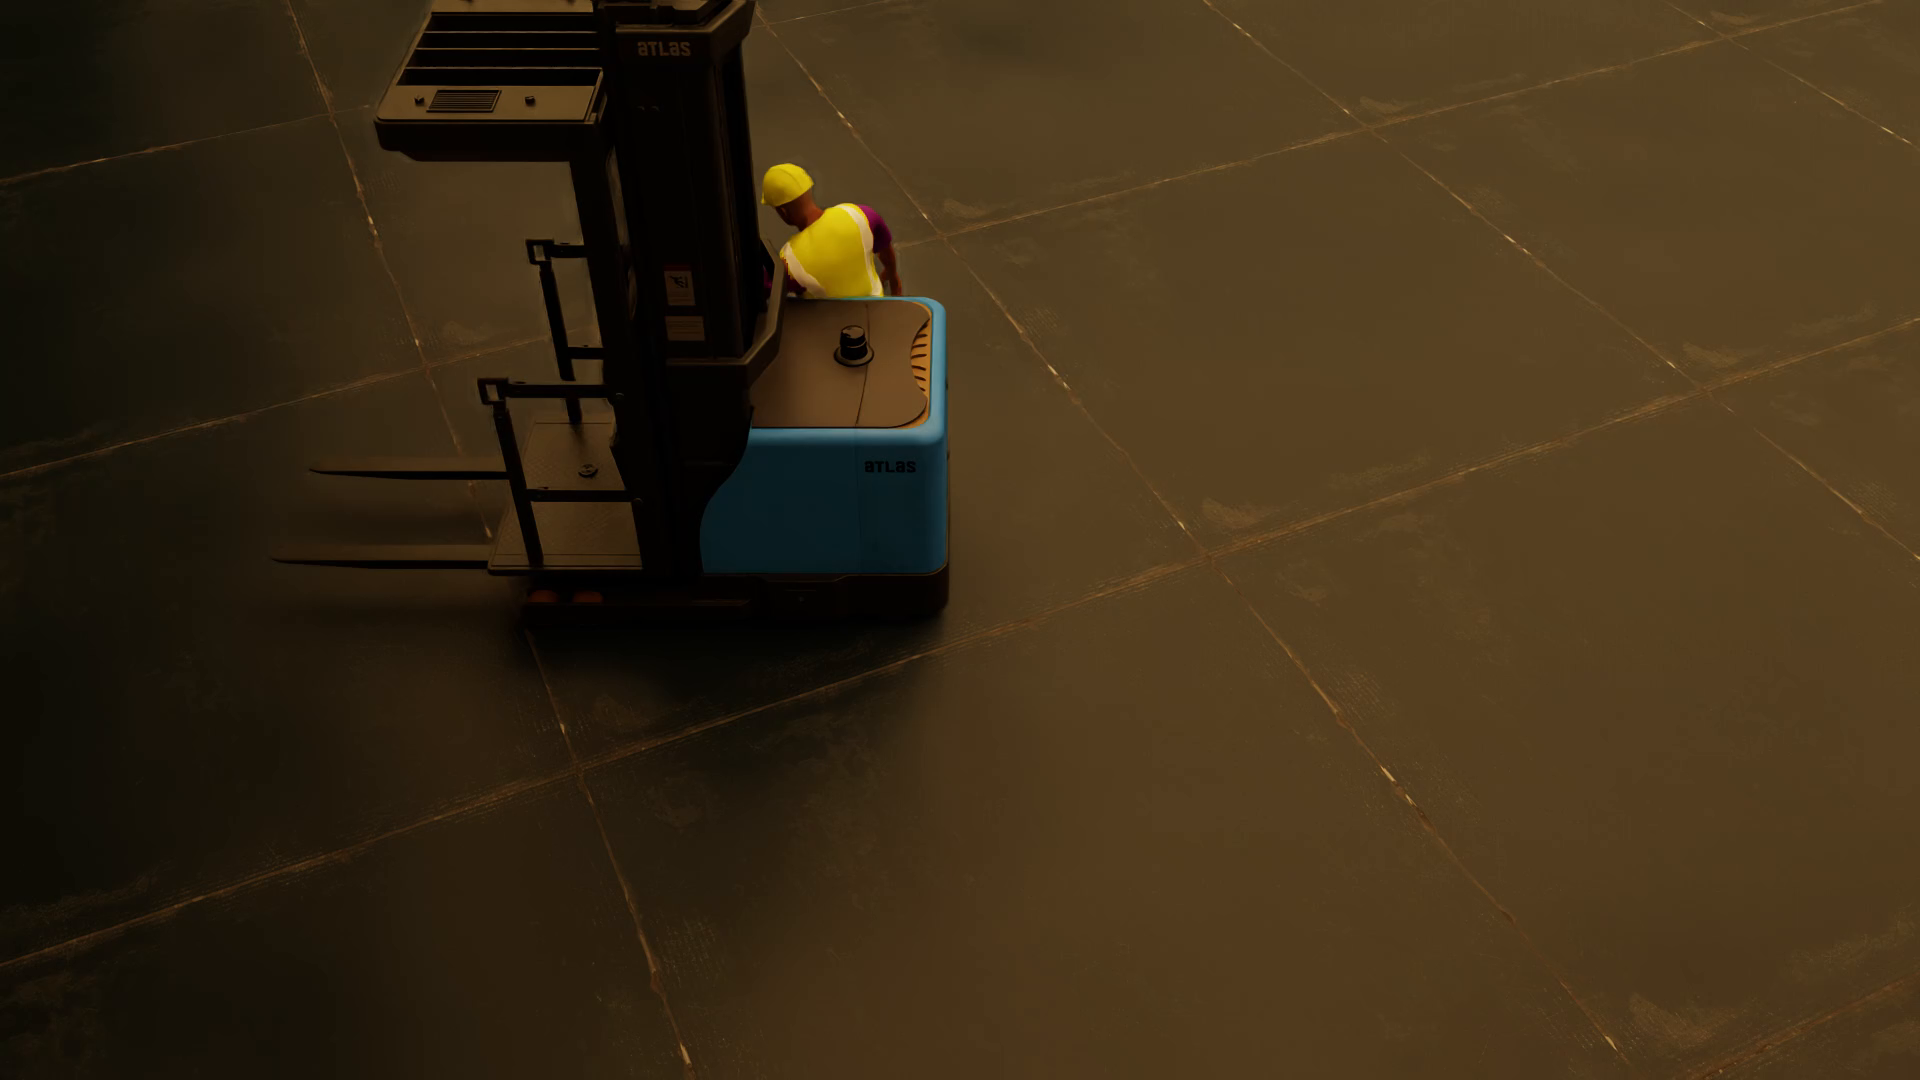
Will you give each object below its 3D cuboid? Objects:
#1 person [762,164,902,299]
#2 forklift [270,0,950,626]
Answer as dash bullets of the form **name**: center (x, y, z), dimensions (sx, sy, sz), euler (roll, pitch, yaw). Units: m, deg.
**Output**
- **person**: center (-0.739, -1.126, 7.824), dimensions (0.917, 1.613, 0.967), euler (-32, 51, -29)
- **forklift**: center (-1.566, -1.051, 6.806), dimensions (3.031, 2.935, 1.130), euler (0, 43, 0)
